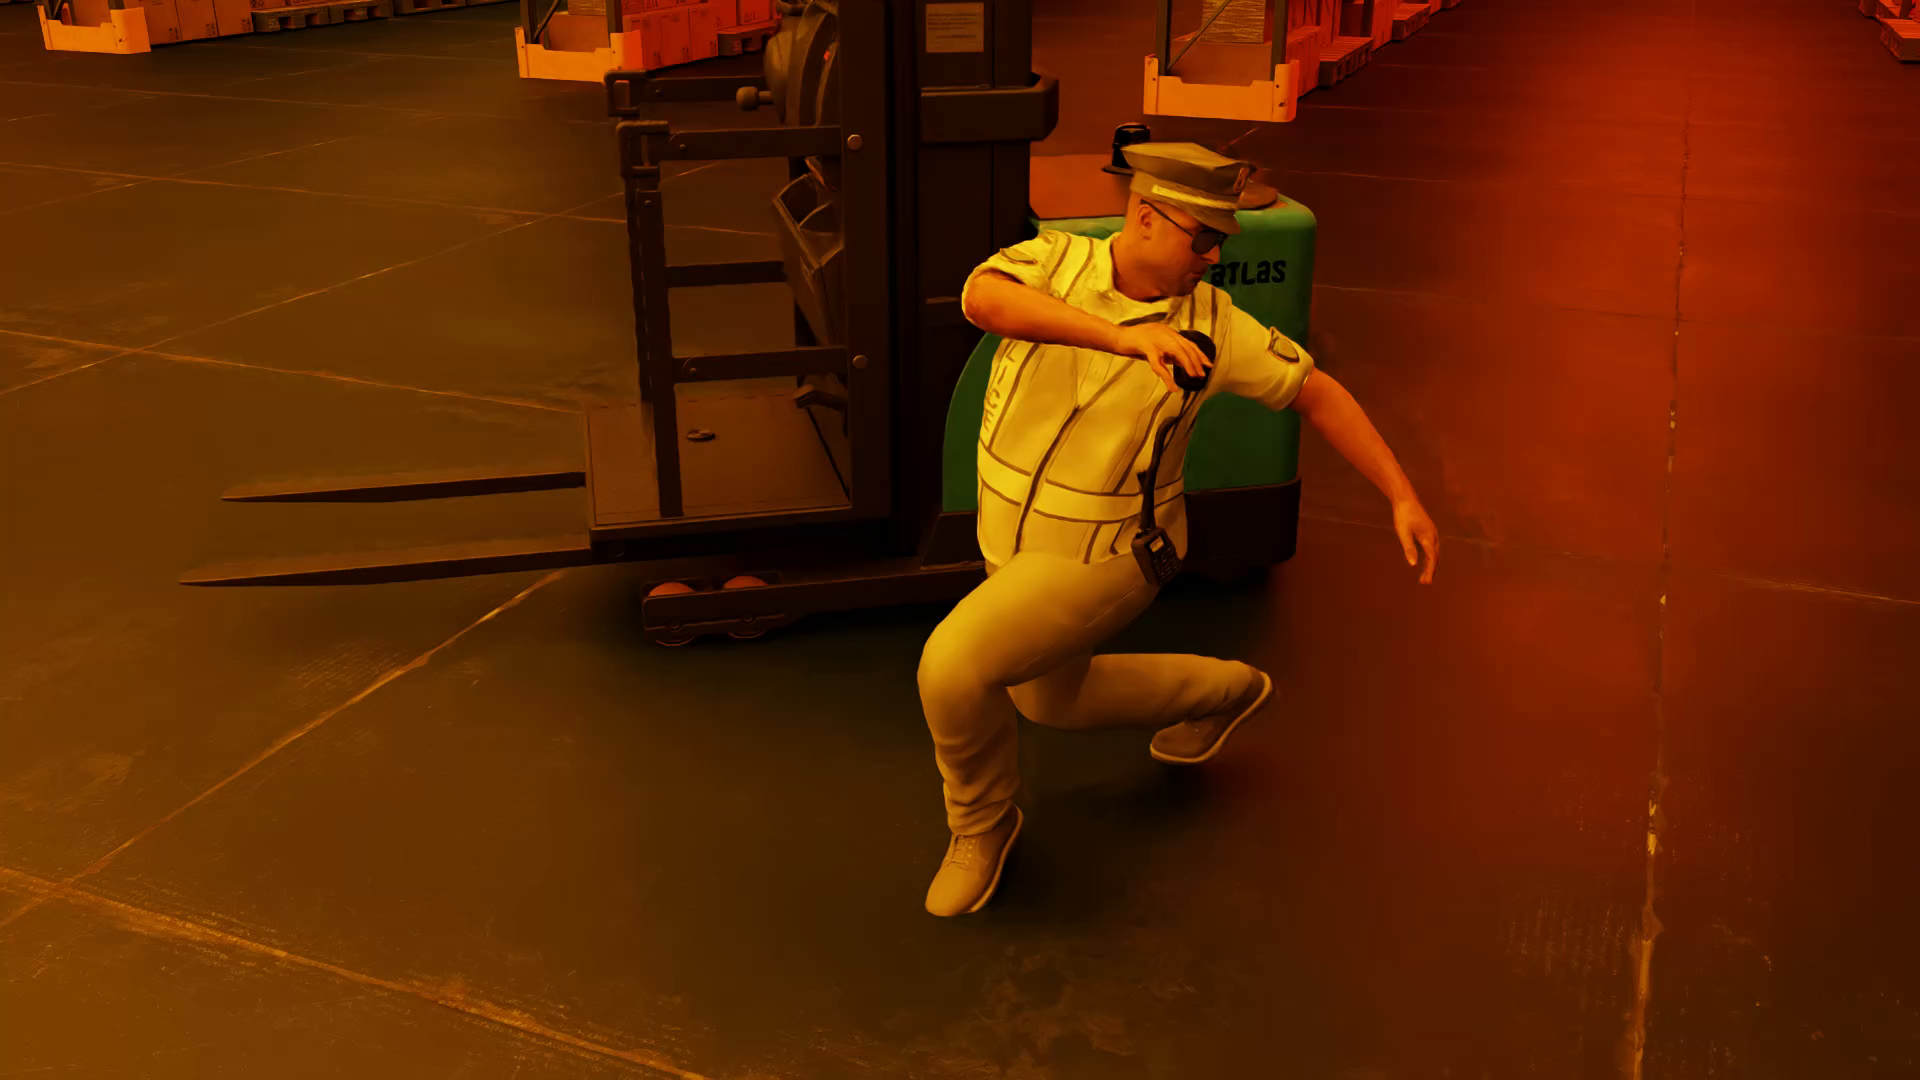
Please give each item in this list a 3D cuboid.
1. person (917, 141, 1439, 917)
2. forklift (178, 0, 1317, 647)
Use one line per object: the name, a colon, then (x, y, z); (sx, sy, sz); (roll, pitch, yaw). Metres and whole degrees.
person: (0.393, -0.005, 3.262); (0.824, 1.501, 0.975); (20, 30, 40)
forklift: (-0.600, -1.293, 4.385); (3.031, 2.935, 1.130); (-5, 23, -12)
